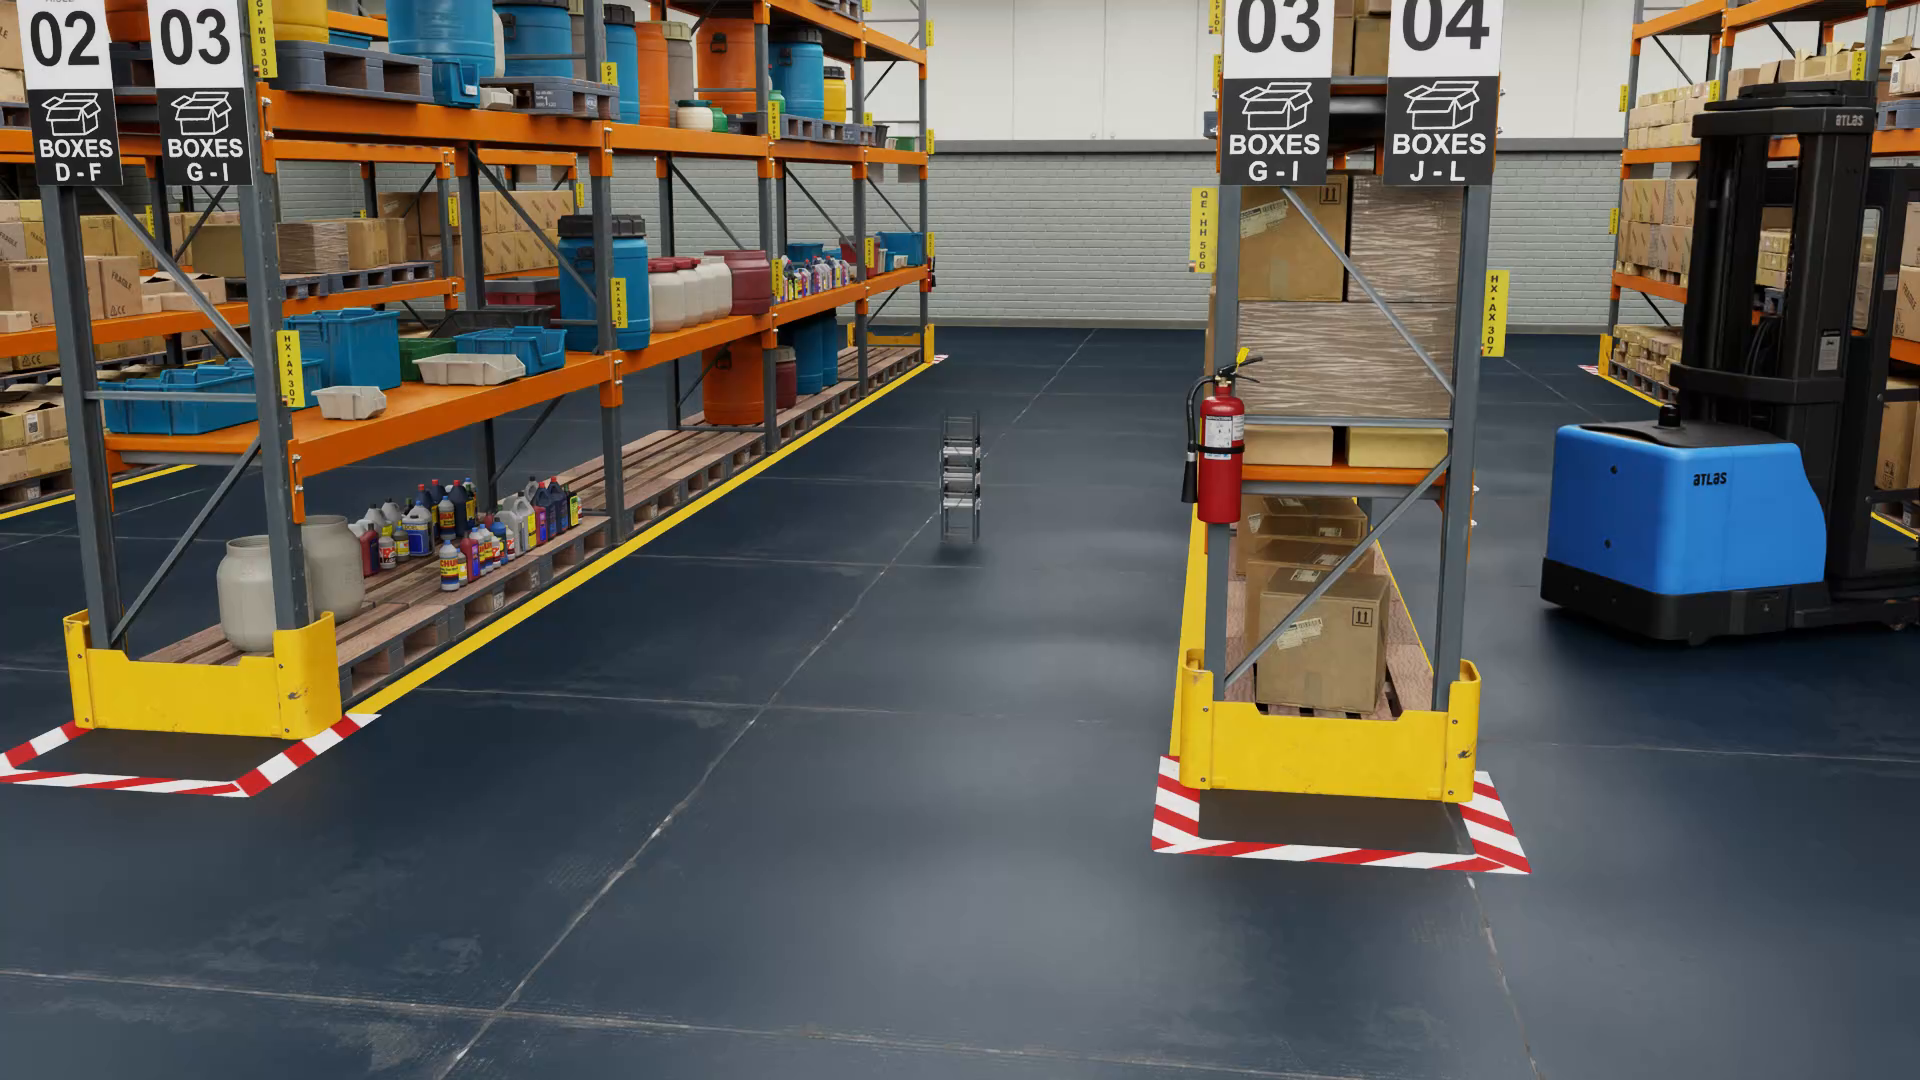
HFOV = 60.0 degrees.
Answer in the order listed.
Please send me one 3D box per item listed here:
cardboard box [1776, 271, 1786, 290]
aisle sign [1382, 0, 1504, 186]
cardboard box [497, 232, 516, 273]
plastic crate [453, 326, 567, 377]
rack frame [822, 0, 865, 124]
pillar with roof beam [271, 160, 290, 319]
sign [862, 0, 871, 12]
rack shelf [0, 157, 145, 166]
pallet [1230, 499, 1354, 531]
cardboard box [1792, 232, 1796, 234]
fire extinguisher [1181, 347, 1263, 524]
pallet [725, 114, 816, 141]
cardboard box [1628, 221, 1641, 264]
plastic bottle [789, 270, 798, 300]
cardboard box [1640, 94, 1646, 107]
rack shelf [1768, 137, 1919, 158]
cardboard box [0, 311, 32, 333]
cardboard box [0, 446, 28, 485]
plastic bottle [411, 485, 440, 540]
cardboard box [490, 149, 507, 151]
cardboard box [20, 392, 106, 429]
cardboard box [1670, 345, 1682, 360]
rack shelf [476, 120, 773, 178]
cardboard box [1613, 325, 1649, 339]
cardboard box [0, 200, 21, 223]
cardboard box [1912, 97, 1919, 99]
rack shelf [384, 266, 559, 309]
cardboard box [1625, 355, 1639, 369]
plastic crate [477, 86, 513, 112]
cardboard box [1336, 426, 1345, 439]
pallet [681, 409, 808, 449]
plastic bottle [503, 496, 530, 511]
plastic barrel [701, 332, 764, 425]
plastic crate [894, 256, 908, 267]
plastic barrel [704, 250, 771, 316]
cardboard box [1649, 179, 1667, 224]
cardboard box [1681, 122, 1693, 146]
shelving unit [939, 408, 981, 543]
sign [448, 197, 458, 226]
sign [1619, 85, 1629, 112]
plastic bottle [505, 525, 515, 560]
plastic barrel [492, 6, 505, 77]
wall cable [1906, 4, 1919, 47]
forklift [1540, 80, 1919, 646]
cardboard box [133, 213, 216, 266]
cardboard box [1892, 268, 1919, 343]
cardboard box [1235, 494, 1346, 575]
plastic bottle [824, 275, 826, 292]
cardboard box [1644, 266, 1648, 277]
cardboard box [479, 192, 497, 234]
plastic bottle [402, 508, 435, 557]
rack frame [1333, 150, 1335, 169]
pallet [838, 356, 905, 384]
[{"bbox_3d":[7.304,-2.244,14.386,0.380,0.149,0.250,2,12,10],"label":"cardboard box"},{"bbox_3d":[1.774,-1.704,6.107,0.394,0.787,0.004,2,12,9],"label":"aisle sign"},{"bbox_3d":[-5.953,-3.632,20.989,0.500,0.500,0.500,2,12,8],"label":"cardboard box"},{"bbox_3d":[-2.694,-1.137,10.000,0.499,0.251,0.616,2,12,9],"label":"plastic crate"},{"bbox_3d":[-1.561,-6.046,18.190,1.000,3.000,0.127,2,12,9],"label":"rack frame"},{"bbox_3d":[-6.921,-7.651,25.634,9.100,9.000,0.400,2,12,9],"label":"pillar with roof beam"},{"bbox_3d":[-1.018,-5.926,18.127,0.100,0.325,0.005,2,12,9],"label":"sign"},{"bbox_3d":[-11.043,-4.966,22.003,1.077,0.370,4.000,2,12,9],"label":"rack shelf"},{"bbox_3d":[2.221,-0.087,11.396,1.003,0.211,1.213,2,12,9],"label":"pallet"},{"bbox_3d":[8.227,-2.891,15.974,0.380,0.149,0.250,2,12,8],"label":"cardboard box"},{"bbox_3d":[1.014,-0.409,6.453,0.296,0.674,0.183,2,12,9],"label":"fire extinguisher"},{"bbox_3d":[-1.962,-3.811,15.386,1.003,0.211,1.213,2,12,9],"label":"pallet"},{"bbox_3d":[8.434,-3.602,20.143,0.500,0.500,0.500,2,12,9],"label":"cardboard box"},{"bbox_3d":[-1.618,-2.474,16.132,0.061,0.283,0.133,2,12,9],"label":"plastic bottle"},{"bbox_3d":[8.388,-5.270,19.929,0.380,0.149,0.250,2,12,9],"label":"cardboard box"},{"bbox_3d":[7.911,-3.470,15.062,1.077,0.370,4.000,2,12,9],"label":"rack shelf"},{"bbox_3d":[-7.347,-1.665,12.694,0.380,0.149,0.250,2,12,9],"label":"cardboard box"},{"bbox_3d":[-7.379,-0.547,12.441,0.500,0.250,0.500,2,12,7],"label":"cardboard box"},{"bbox_3d":[-3.355,-0.175,10.428,0.144,0.351,0.185,1,12,6],"label":"plastic bottle"},{"bbox_3d":[-5.977,-4.969,20.668,0.500,0.250,0.500,2,12,9],"label":"cardboard box"},{"bbox_3d":[-7.215,-1.035,13.374,0.500,0.311,0.500,1,12,7],"label":"cardboard box"},{"bbox_3d":[8.047,-2.063,18.304,0.380,0.149,0.250,2,12,8],"label":"cardboard box"},{"bbox_3d":[-2.484,-2.979,12.786,1.077,0.370,4.000,2,12,9],"label":"rack shelf"},{"bbox_3d":[8.417,-2.609,20.836,0.380,0.149,0.250,1,12,6],"label":"cardboard box"},{"bbox_3d":[-11.258,-3.794,19.206,0.500,0.250,0.500,2,12,10],"label":"cardboard box"},{"bbox_3d":[7.954,-3.564,13.555,0.500,0.500,0.500,2,12,9],"label":"cardboard box"},{"bbox_3d":[-6.148,-3.340,21.578,1.077,0.370,4.000,2,12,9],"label":"rack shelf"},{"bbox_3d":[8.298,-2.158,20.159,0.380,0.149,0.250,2,12,9],"label":"cardboard box"},{"bbox_3d":[-2.639,-2.439,9.195,0.243,0.136,0.396,2,12,9],"label":"plastic crate"},{"bbox_3d":[1.895,-0.540,7.474,0.380,0.149,0.250,2,12,9],"label":"cardboard box"},{"bbox_3d":[-2.096,-1.083,16.020,1.003,0.211,1.213,2,12,9],"label":"pallet"},{"bbox_3d":[-2.786,-0.148,10.482,0.152,0.276,0.135,2,12,9],"label":"plastic bottle"},{"bbox_3d":[-2.118,-1.528,15.618,0.600,0.830,0.708,2,12,9],"label":"plastic barrel"},{"bbox_3d":[-0.893,-3.671,21.892,0.396,0.136,0.243,2,12,9],"label":"plastic crate"},{"bbox_3d":[-1.948,-2.241,14.450,0.600,0.536,0.708,2,12,9],"label":"plastic barrel"},{"bbox_3d":[8.254,-3.883,19.076,0.500,0.500,0.500,1,12,7],"label":"cardboard box"},{"bbox_3d":[8.115,-4.379,17.929,0.500,0.250,0.500,2,12,8],"label":"cardboard box"},{"bbox_3d":[0.001,-0.442,11.406,0.258,0.900,0.210,2,12,9],"label":"shelving unit"},{"bbox_3d":[-5.906,-3.824,19.368,0.100,0.325,0.005,2,12,9],"label":"sign"},{"bbox_3d":[8.297,-5.515,20.771,0.100,0.325,0.005,2,12,9],"label":"sign"},{"bbox_3d":[-2.705,0.014,9.906,0.097,0.201,0.097,0,12,0],"label":"plastic bottle"},{"bbox_3d":[-3.052,-3.091,10.336,0.421,0.512,0.421,0,12,0],"label":"plastic barrel"},{"bbox_3d":[14.336,-7.591,25.356,0.463,3.000,0.029,2,12,9],"label":"wall cable"},{"bbox_3d":[4.925,-1.038,9.354,3.031,2.935,1.130,-4,13,-18],"label":"forklift"},{"bbox_3d":[-10.905,-4.156,22.945,0.980,0.700,0.700,2,12,8],"label":"cardboard box"},{"bbox_3d":[7.114,-1.692,11.988,0.500,0.500,0.500,2,12,9],"label":"cardboard box"},{"bbox_3d":[1.921,-0.070,9.634,0.500,0.500,0.500,6,14,27],"label":"cardboard box"},{"bbox_3d":[-1.448,-2.690,17.327,0.097,0.201,0.097,0,12,0],"label":"plastic bottle"},{"bbox_3d":[8.397,-3.202,19.827,0.380,0.149,0.250,2,12,8],"label":"cardboard box"},{"bbox_3d":[-6.026,-4.009,20.366,0.500,0.500,0.500,1,12,7],"label":"cardboard box"},{"bbox_3d":[-3.270,-0.050,10.027,0.152,0.276,0.135,2,12,9],"label":"plastic bottle"},{"bbox_3d":[2.718,-2.121,14.213,1.000,3.000,0.127,2,12,9],"label":"rack frame"},{"bbox_3d":[-1.301,-2.160,21.014,1.003,0.211,1.213,2,12,9],"label":"pallet"}]
